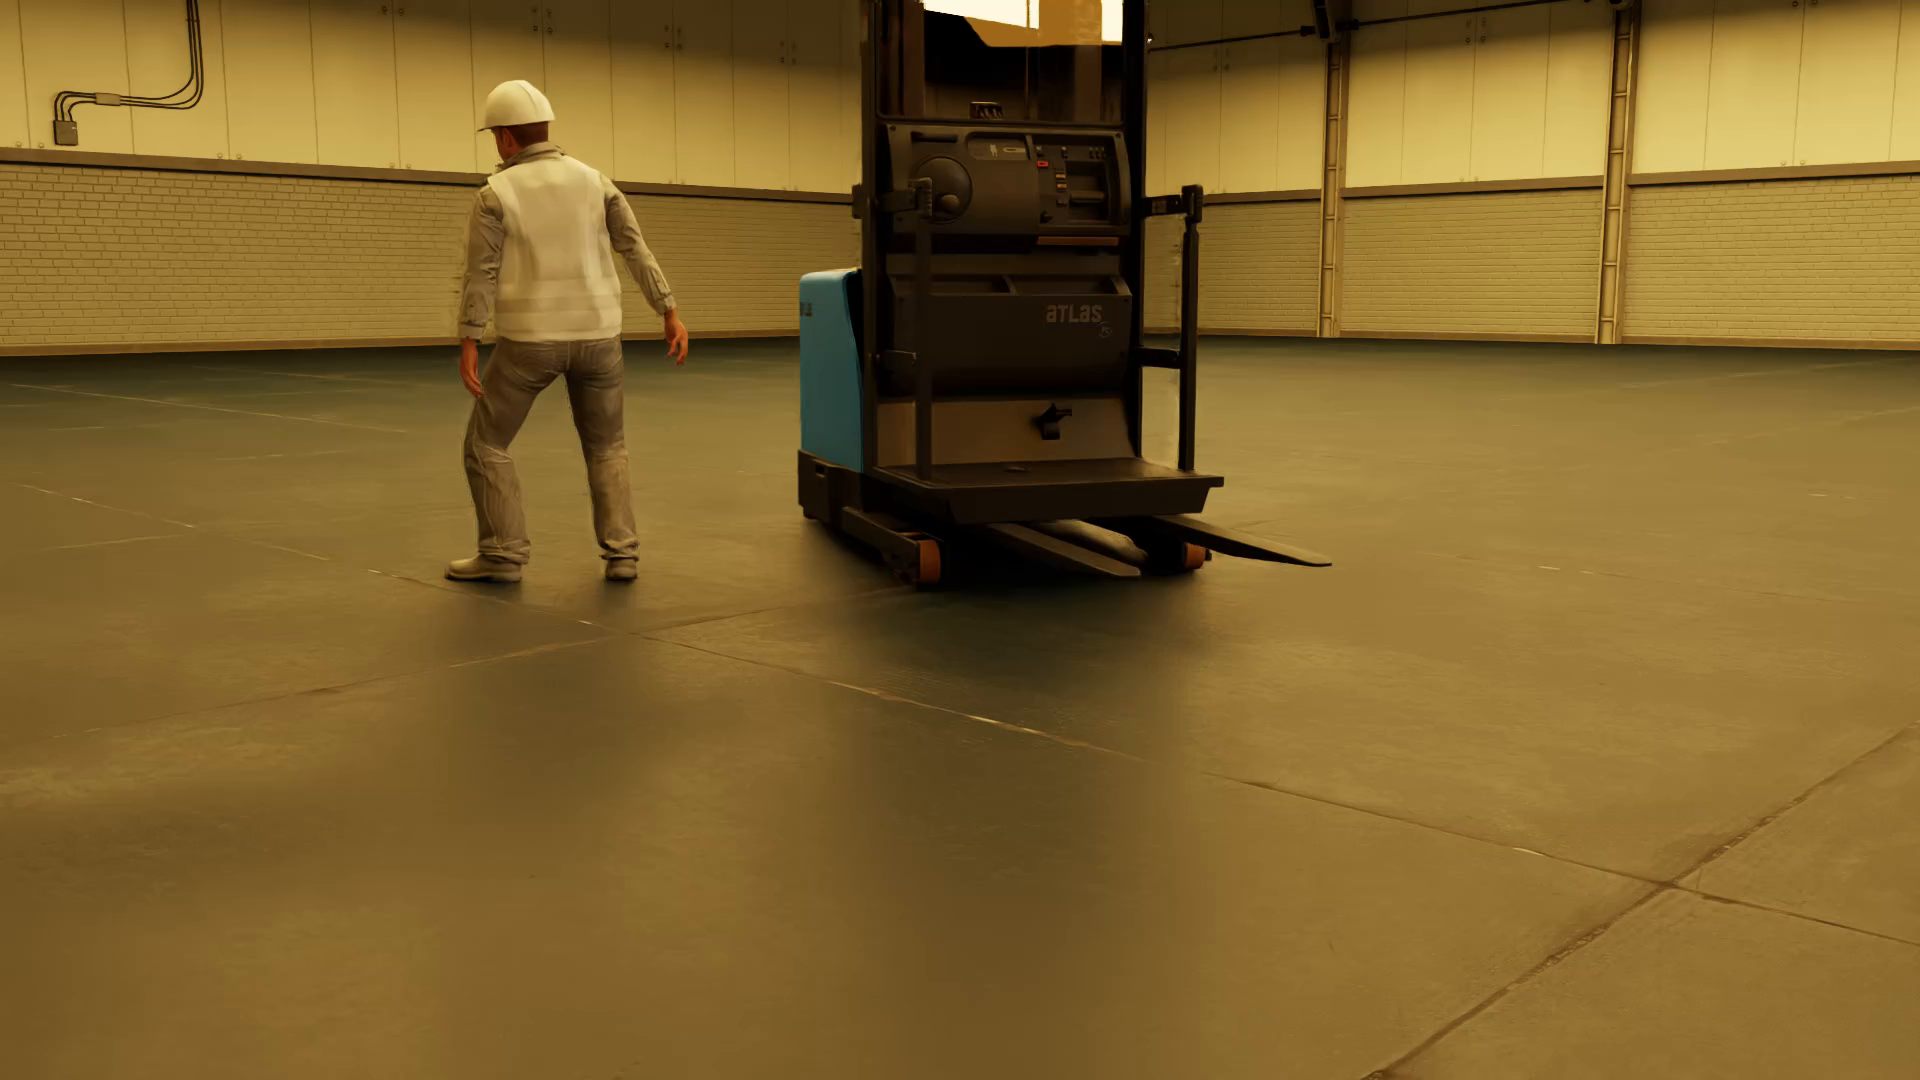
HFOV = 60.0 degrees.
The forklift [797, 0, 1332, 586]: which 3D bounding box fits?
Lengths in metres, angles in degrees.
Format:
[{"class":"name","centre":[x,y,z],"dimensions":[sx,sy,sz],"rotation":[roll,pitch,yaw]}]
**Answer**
[{"class":"forklift","centre":[0.256,-1.358,5.891],"dimensions":[1.130,2.935,3.031],"rotation":[-3,9,-19]}]

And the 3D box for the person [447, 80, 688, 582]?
[{"class":"person","centre":[-1.375,-0.702,5.801],"dimensions":[0.845,1.752,0.479],"rotation":[-4,9,-24]}]
